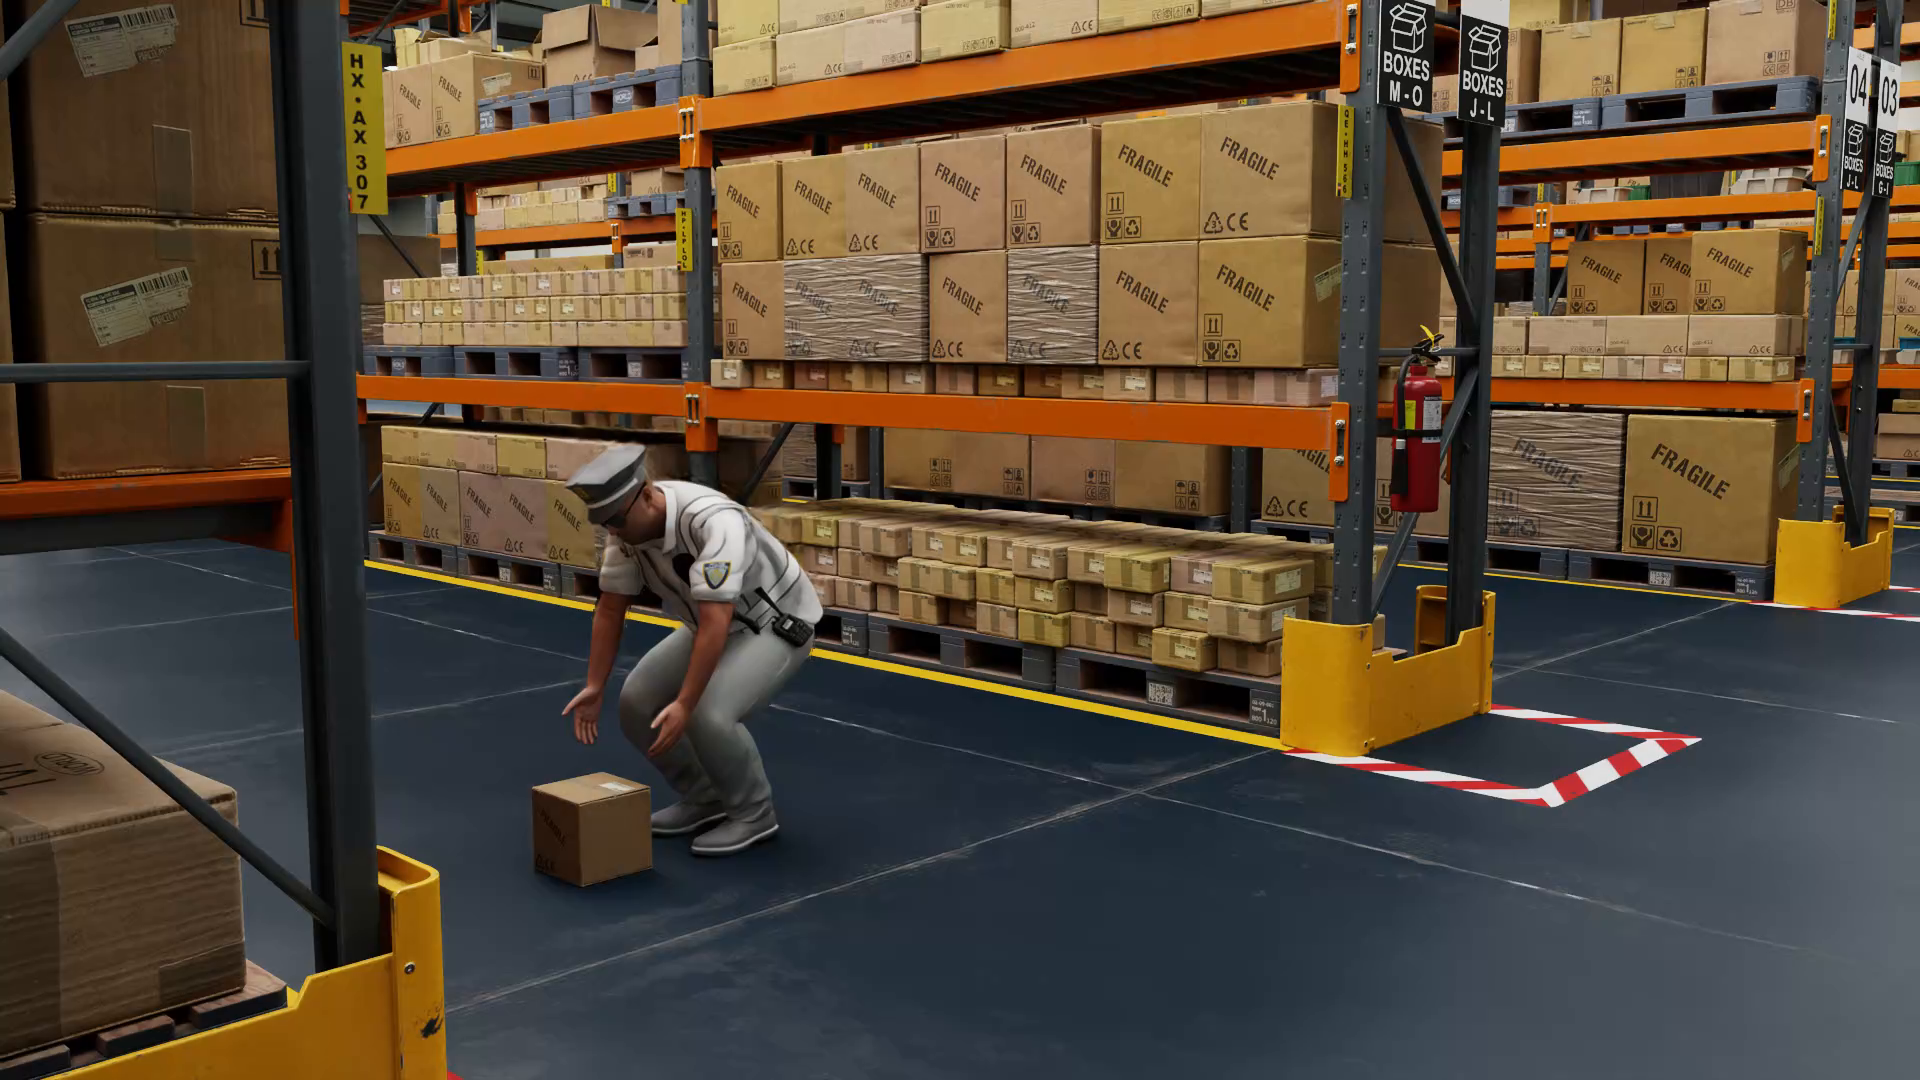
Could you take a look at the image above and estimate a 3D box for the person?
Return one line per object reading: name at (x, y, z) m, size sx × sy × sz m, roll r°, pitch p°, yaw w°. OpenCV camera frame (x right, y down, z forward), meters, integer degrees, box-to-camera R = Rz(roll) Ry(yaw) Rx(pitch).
person at (-0.805, 0.324, 5.116) m, size 0.583 × 1.262 × 0.879 m, roll 7°, pitch 10°, yaw 43°
